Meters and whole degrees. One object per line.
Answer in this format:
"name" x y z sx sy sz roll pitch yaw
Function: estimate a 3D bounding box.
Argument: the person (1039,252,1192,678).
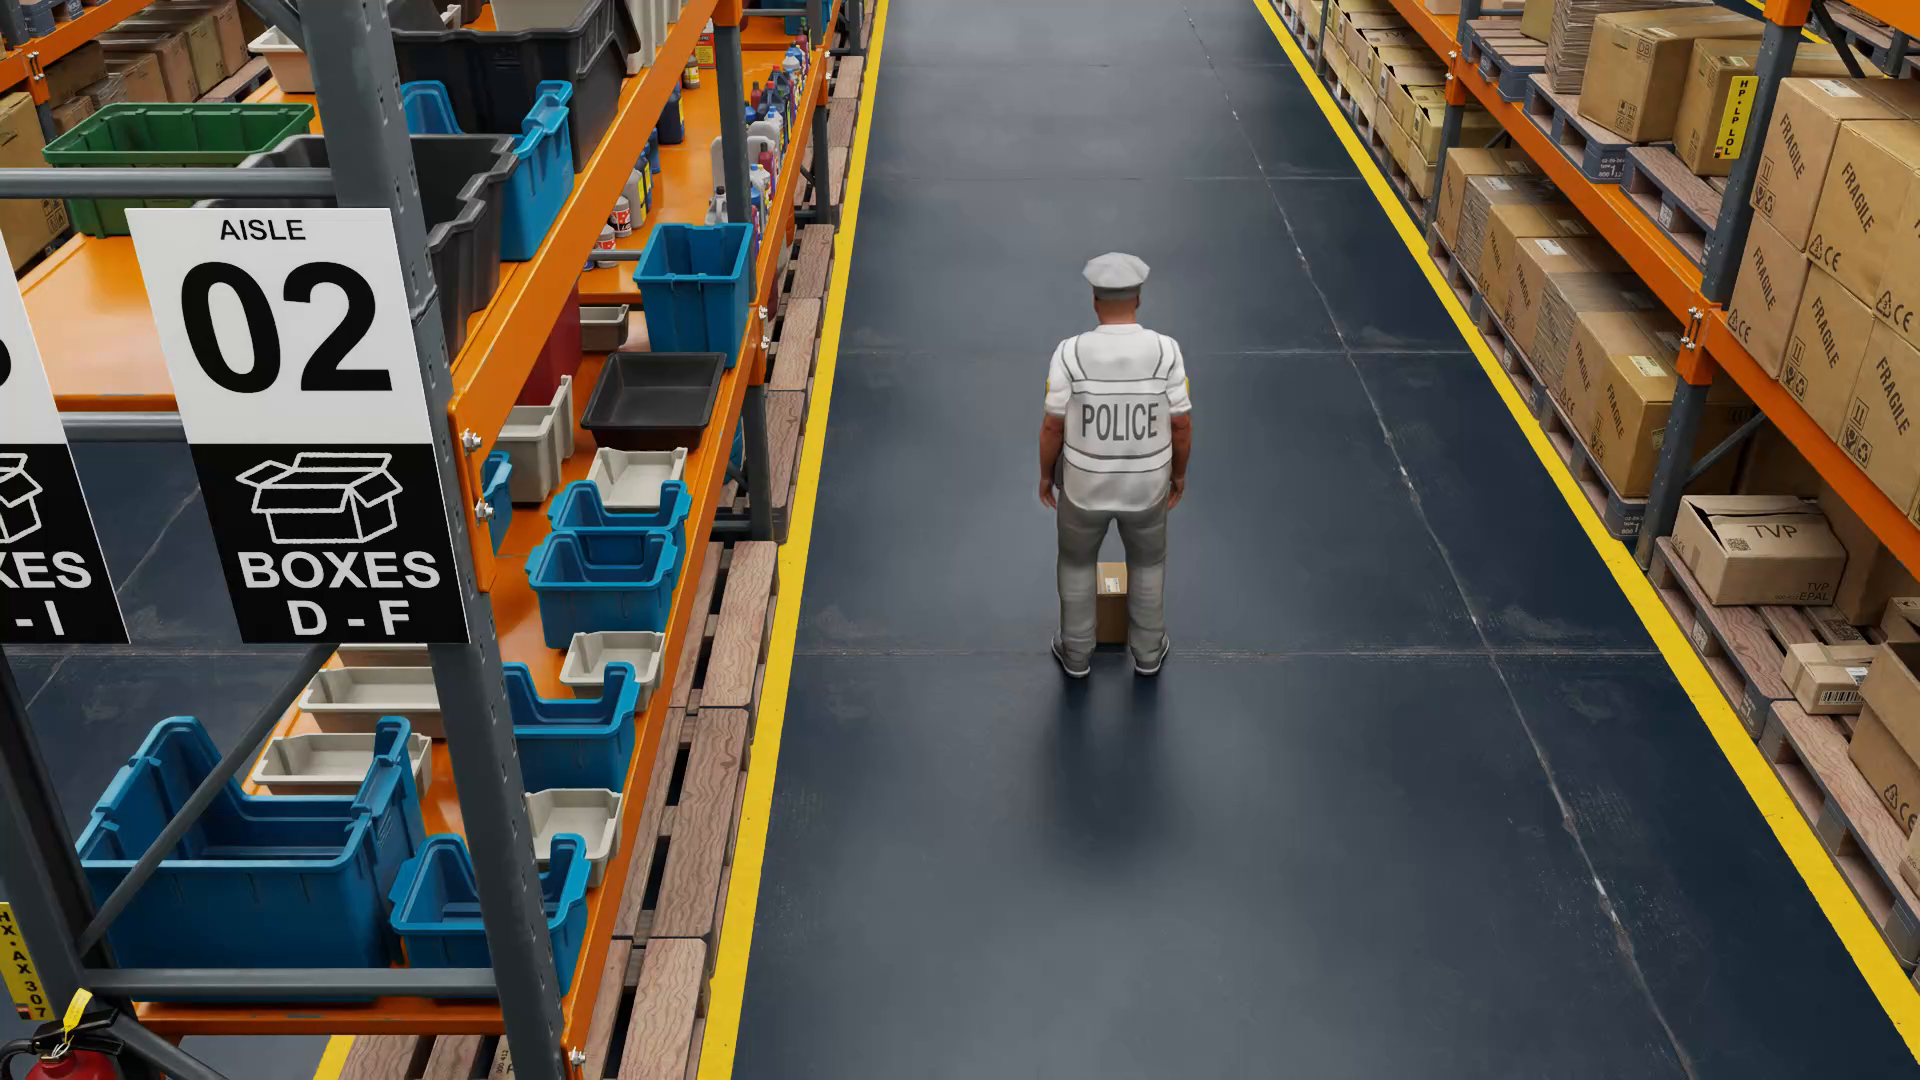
"person" 0.600 -0.232 6.507 0.585 1.749 0.434 0 31 0
